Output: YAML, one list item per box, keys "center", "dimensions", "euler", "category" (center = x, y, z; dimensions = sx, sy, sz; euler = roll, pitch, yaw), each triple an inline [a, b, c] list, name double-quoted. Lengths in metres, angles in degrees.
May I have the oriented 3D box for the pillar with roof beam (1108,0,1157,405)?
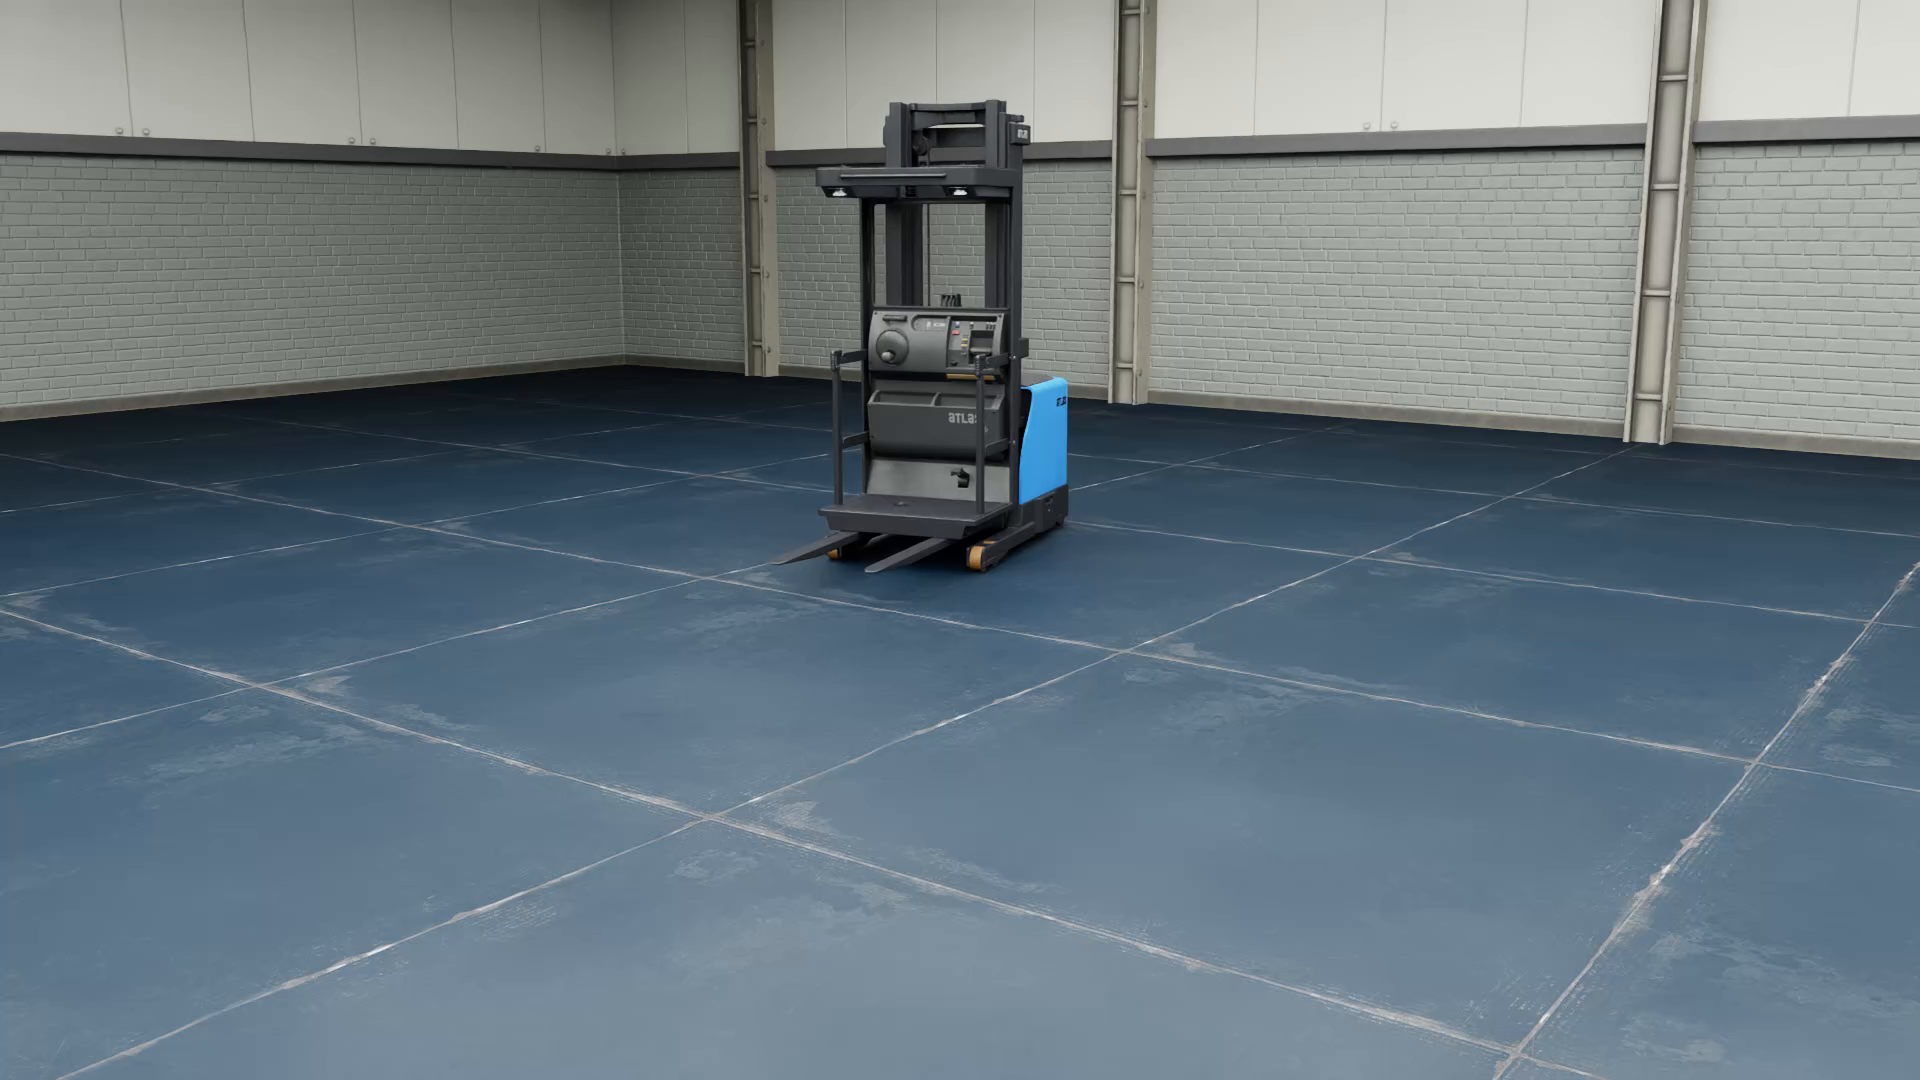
- center: [-0.515, -5.418, 15.841]
  dimensions: [0.400, 9.000, 9.100]
  euler: [8, 13, 36]
  category: "pillar with roof beam"

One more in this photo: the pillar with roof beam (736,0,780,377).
- center: [-5.351, -6.092, 19.328]
  dimensions: [0.400, 9.000, 9.100]
  euler: [8, 13, 36]
  category: "pillar with roof beam"

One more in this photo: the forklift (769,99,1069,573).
- center: [-0.235, -1.328, 10.677]
  dimensions: [1.130, 2.935, 3.031]
  euler: [4, 12, 21]
  category: "forklift"

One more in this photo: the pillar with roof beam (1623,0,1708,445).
- center: [4.321, -4.743, 12.354]
  dimensions: [0.400, 9.000, 9.100]
  euler: [8, 13, 36]
  category: "pillar with roof beam"
